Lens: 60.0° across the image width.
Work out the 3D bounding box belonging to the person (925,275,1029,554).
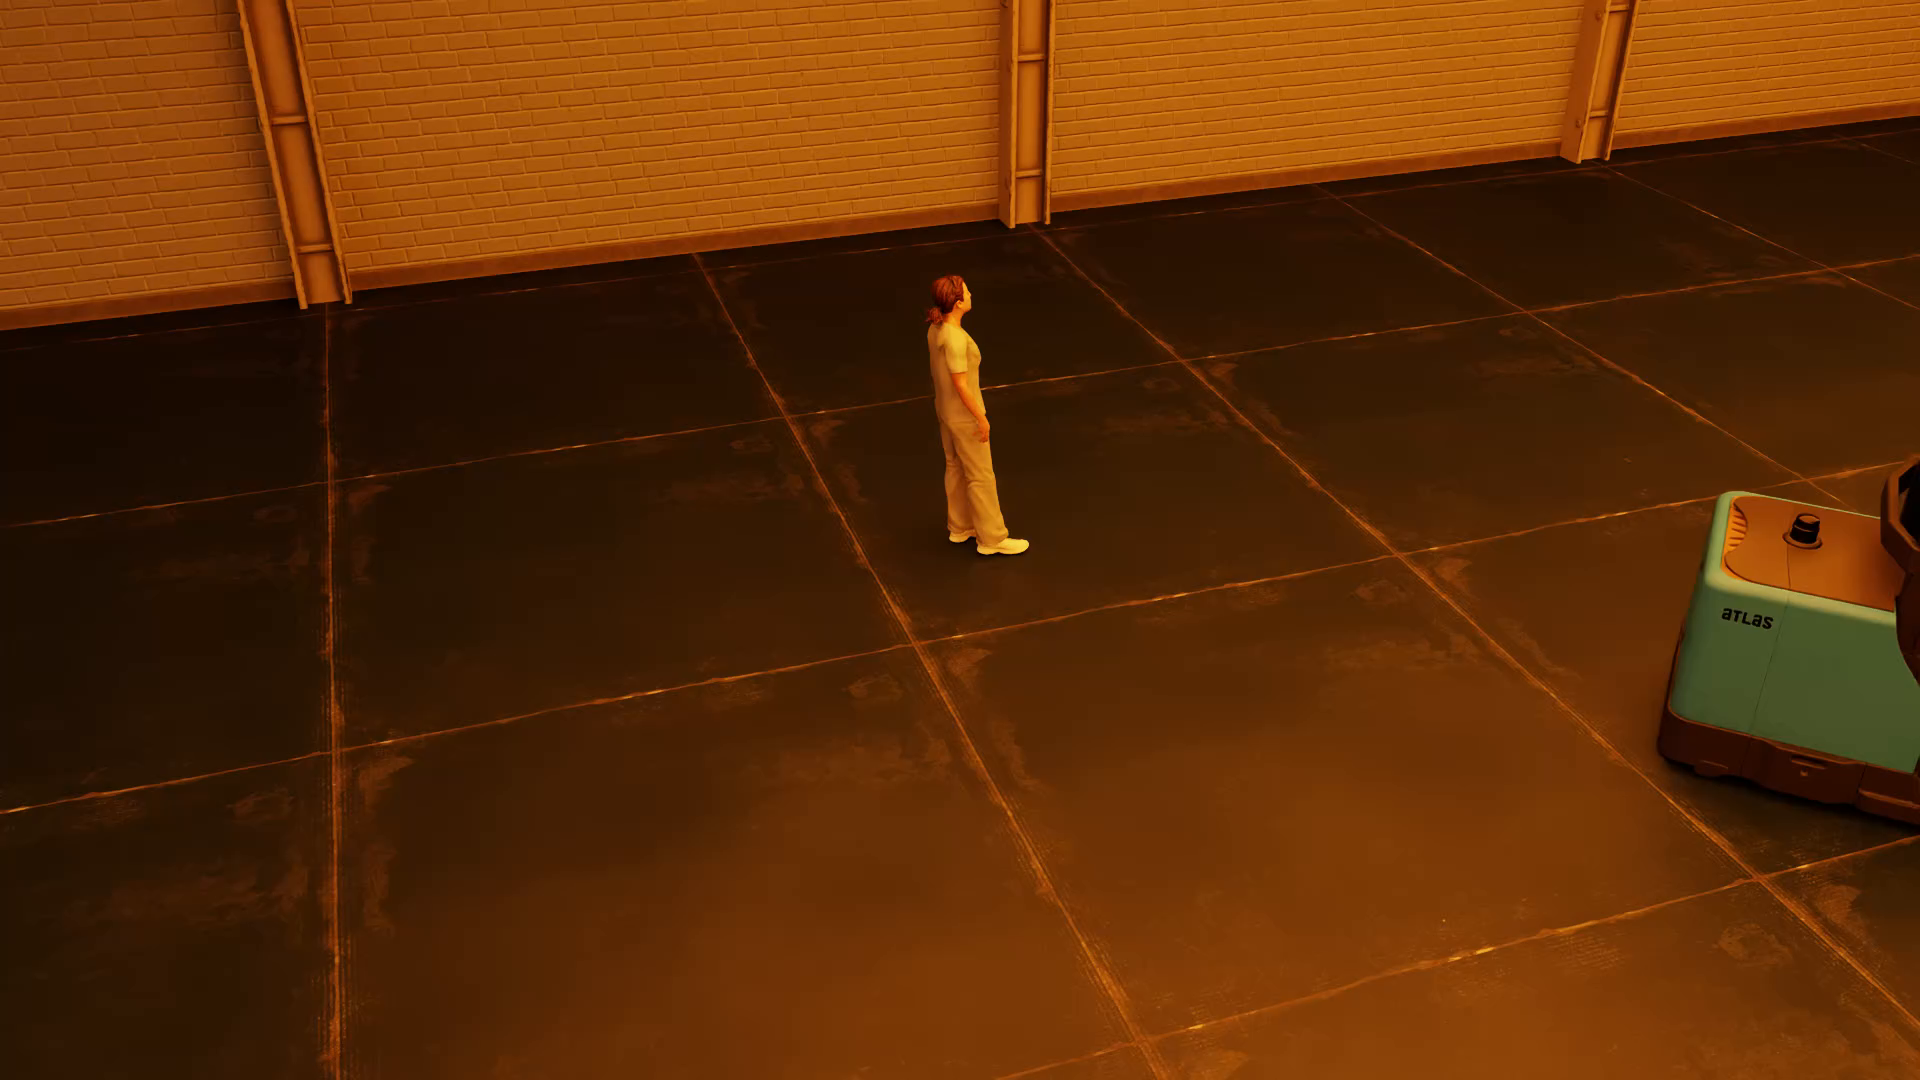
[{"bbox_3d":[0.075,-0.733,9.617,0.548,1.661,0.549,-10,31,-16],"label":"person"}]

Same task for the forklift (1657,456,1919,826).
[{"bbox_3d":[4.961,-0.070,7.209,3.031,2.935,1.130,13,33,22],"label":"forklift"}]
